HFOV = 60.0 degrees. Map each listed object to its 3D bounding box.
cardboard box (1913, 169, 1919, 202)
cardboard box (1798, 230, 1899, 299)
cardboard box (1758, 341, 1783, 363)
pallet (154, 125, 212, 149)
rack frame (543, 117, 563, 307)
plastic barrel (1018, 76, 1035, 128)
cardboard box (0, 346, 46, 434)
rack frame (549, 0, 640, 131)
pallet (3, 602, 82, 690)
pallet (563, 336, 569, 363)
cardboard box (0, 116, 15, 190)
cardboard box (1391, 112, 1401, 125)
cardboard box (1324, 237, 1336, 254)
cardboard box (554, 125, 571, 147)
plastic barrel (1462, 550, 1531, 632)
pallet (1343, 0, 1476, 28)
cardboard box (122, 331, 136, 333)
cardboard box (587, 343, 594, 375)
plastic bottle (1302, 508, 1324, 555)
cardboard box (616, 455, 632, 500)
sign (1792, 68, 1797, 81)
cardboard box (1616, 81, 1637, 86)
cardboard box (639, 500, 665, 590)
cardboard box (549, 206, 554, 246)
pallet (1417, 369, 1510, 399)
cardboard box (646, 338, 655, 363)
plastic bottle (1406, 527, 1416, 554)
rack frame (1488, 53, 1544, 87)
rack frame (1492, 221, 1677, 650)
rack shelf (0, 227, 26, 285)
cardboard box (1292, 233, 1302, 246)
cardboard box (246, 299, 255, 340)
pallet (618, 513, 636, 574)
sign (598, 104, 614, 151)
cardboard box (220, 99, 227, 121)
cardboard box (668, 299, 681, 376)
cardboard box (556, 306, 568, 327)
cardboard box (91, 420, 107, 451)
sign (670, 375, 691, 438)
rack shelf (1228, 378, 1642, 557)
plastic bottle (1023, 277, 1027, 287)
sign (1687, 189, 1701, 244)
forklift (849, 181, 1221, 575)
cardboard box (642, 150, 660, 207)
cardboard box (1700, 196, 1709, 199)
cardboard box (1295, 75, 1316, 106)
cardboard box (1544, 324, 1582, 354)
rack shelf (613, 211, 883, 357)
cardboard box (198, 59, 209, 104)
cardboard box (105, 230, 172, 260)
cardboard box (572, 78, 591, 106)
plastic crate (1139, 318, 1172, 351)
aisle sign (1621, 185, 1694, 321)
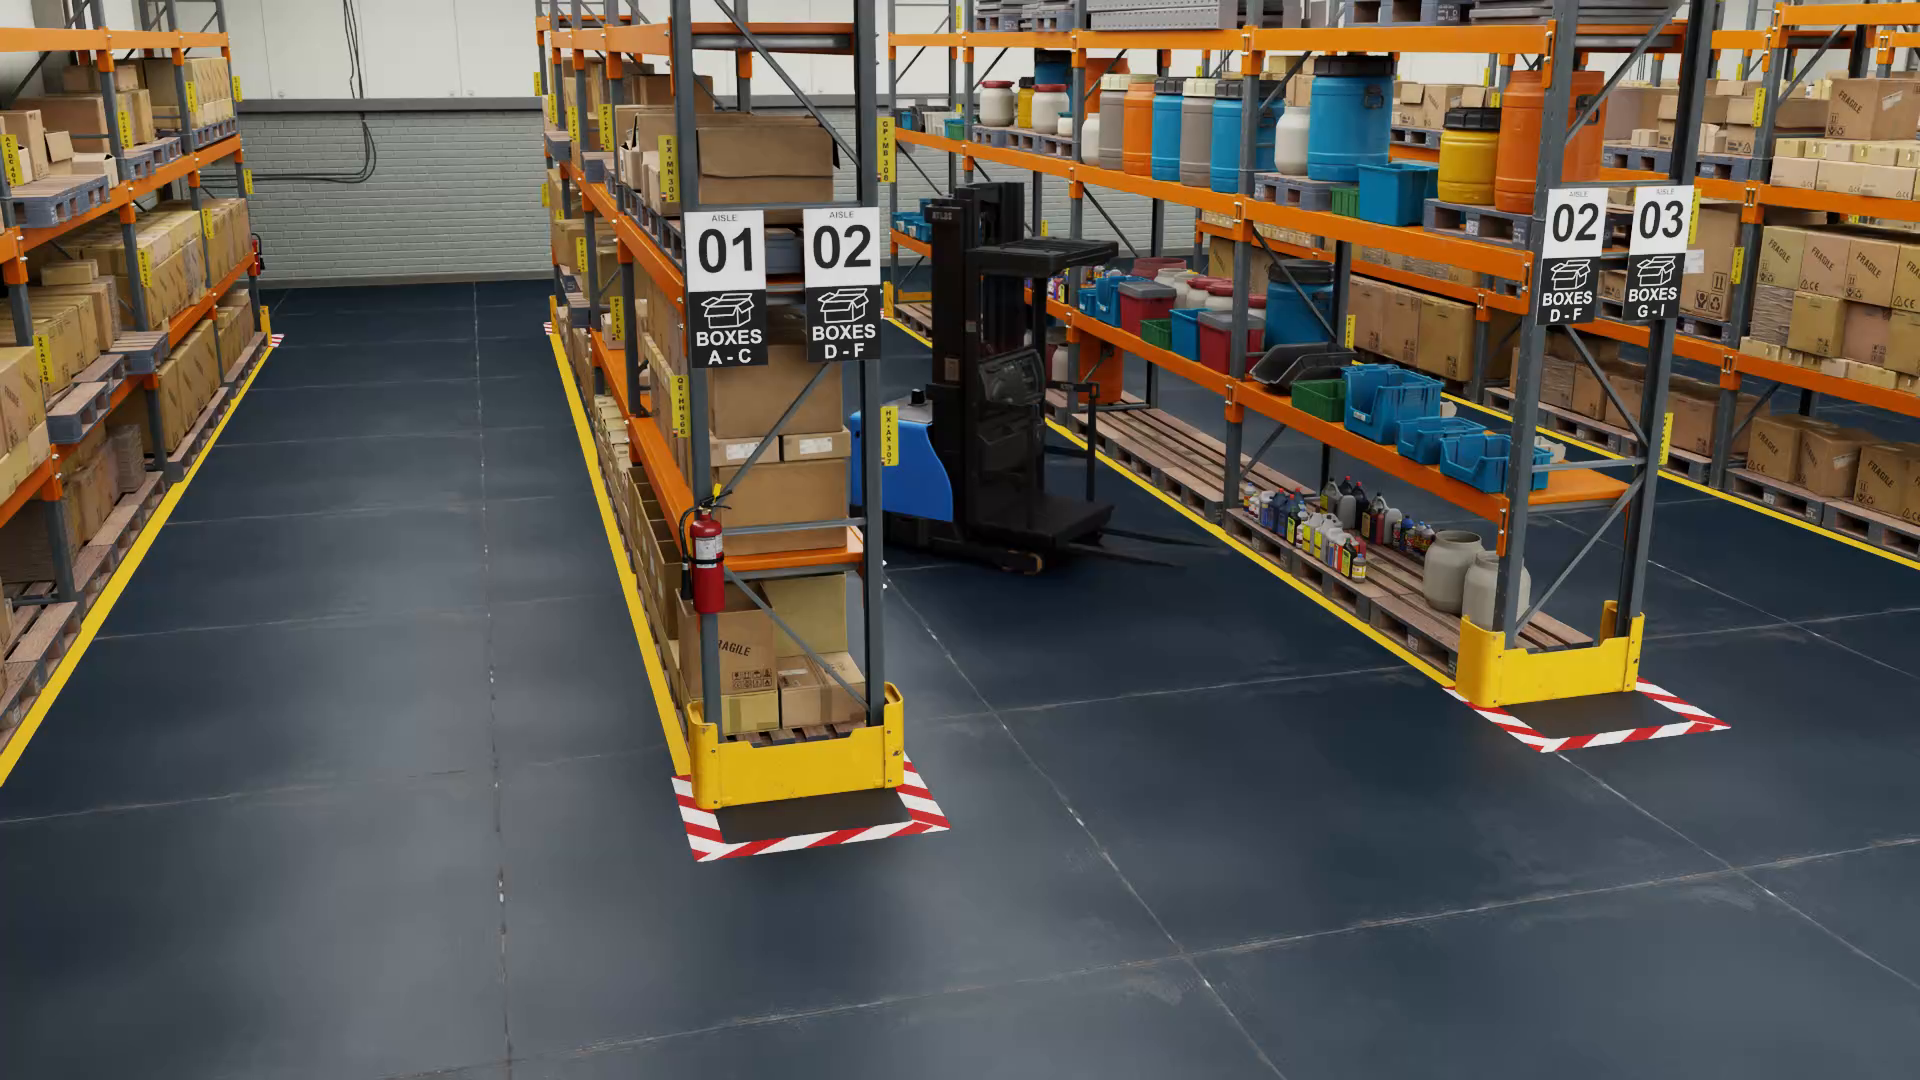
[{"bbox_3d":[7.816,-2.743,12.916,0.500,0.250,0.500,-5,17,-16],"label":"cardboard box"},{"bbox_3d":[7.527,-2.339,14.095,0.500,0.500,0.500,-5,17,-15],"label":"cardboard box"},{"bbox_3d":[7.335,-1.679,14.763,0.380,0.149,0.250,-5,17,-15],"label":"cardboard box"},{"bbox_3d":[-9.192,-4.612,19.031,1.003,0.211,1.213,-5,17,-15],"label":"pallet"},{"bbox_3d":[-5.314,-4.489,23.684,1.000,3.000,0.127,-5,17,-15],"label":"rack frame"},{"bbox_3d":[0.995,-5.265,19.995,0.600,0.588,0.600,0,17,0],"label":"plastic barrel"},{"bbox_3d":[-6.351,-0.968,10.883,0.500,0.500,0.500,-5,17,-15],"label":"cardboard box"},{"bbox_3d":[-4.215,-6.256,19.137,1.000,3.000,0.127,-5,17,-15],"label":"rack frame"},{"bbox_3d":[-6.560,0.741,11.118,1.003,0.211,1.213,-5,17,-15],"label":"pallet"},{"bbox_3d":[-4.742,-2.576,22.160,1.003,0.211,1.213,-5,17,-15],"label":"pallet"},{"bbox_3d":[-6.852,-2.621,11.345,0.500,0.500,0.500,-2,17,-7],"label":"cardboard box"},{"bbox_3d":[5.576,-5.259,20.738,0.380,0.149,0.250,-5,18,-18],"label":"cardboard box"},{"bbox_3d":[5.197,-4.066,22.101,0.500,0.500,0.500,-5,17,-15],"label":"cardboard box"},{"bbox_3d":[-4.605,-4.861,19.968,0.500,0.250,0.500,-5,17,-15],"label":"cardboard box"},{"bbox_3d":[3.592,0.360,11.134,0.421,0.512,0.421,0,17,0],"label":"plastic barrel"},{"bbox_3d":[3.339,-3.588,11.278,1.003,0.211,1.213,-5,17,-15],"label":"pallet"},{"bbox_3d":[-7.746,-1.883,15.407,0.380,0.149,0.250,-5,17,-16],"label":"cardboard box"},{"bbox_3d":[-3.618,-1.905,17.356,0.500,0.250,0.500,-4,17,-13],"label":"cardboard box"},{"bbox_3d":[2.739,-0.077,12.834,0.144,0.351,0.185,-5,17,-16],"label":"plastic bottle"},{"bbox_3d":[-2.553,-0.556,13.663,0.500,0.311,0.500,-4,17,-14],"label":"cardboard box"},{"bbox_3d":[14.266,-7.917,28.479,0.100,0.325,0.005,-5,17,-15],"label":"sign"},{"bbox_3d":[9.569,-6.526,23.948,0.380,0.149,0.250,-5,17,-15],"label":"cardboard box"},{"bbox_3d":[-1.915,0.016,11.431,0.500,0.500,0.500,-5,17,-15],"label":"cardboard box"},{"bbox_3d":[-5.446,-4.394,23.192,0.500,0.500,0.500,-4,17,-14],"label":"cardboard box"},{"bbox_3d":[6.266,-1.947,20.068,1.003,0.211,1.213,-5,17,-15],"label":"pallet"},{"bbox_3d":[-2.060,-1.370,11.997,0.380,0.149,0.250,-4,17,-14],"label":"cardboard box"},{"bbox_3d":[3.499,-0.001,12.840,0.097,0.201,0.097,0,17,0],"label":"plastic bottle"},{"bbox_3d":[9.008,-8.509,26.637,1.000,3.000,0.127,-5,17,-15],"label":"rack frame"},{"bbox_3d":[3.846,-0.454,10.251,1.000,3.000,0.127,-5,17,-15],"label":"rack frame"},{"bbox_3d":[-6.229,-1.316,9.157,1.077,0.370,4.000,-5,17,-15],"label":"rack shelf"},{"bbox_3d":[4.841,-4.175,23.073,0.380,0.149,0.250,-4,17,-14],"label":"cardboard box"},{"bbox_3d":[-9.788,-2.915,22.058,0.700,0.500,0.500,-5,17,-15],"label":"cardboard box"},{"bbox_3d":[-2.257,-0.035,13.703,1.003,0.211,1.213,-5,17,-15],"label":"pallet"},{"bbox_3d":[-2.536,-2.960,11.931,0.100,0.325,0.005,-5,17,-15],"label":"sign"},{"bbox_3d":[-9.476,-5.385,20.808,0.500,0.250,0.500,-5,18,-17],"label":"cardboard box"},{"bbox_3d":[-1.475,-1.301,10.639,0.700,0.500,0.500,-5,17,-15],"label":"cardboard box"},{"bbox_3d":[-5.300,-3.072,22.980,0.500,0.250,0.500,-5,17,-15],"label":"cardboard box"},{"bbox_3d":[-7.533,-0.899,14.008,0.500,0.250,0.500,-4,17,-14],"label":"cardboard box"},{"bbox_3d":[-1.443,-0.693,8.620,0.100,0.325,0.005,-5,17,-15],"label":"sign"},{"bbox_3d":[3.297,-0.663,12.196,1.077,0.370,4.000,-5,17,-15],"label":"rack shelf"},{"bbox_3d":[0.809,-3.085,19.095,0.144,0.351,0.185,-5,17,-15],"label":"plastic bottle"},{"bbox_3d":[4.376,-1.938,9.959,0.100,0.325,0.005,-5,17,-15],"label":"sign"},{"bbox_3d":[0.591,-1.303,13.195,3.031,2.935,1.130,10,20,31],"label":"forklift"},{"bbox_3d":[-1.640,-2.177,9.954,0.500,0.311,0.500,-3,17,-9],"label":"cardboard box"},{"bbox_3d":[10.480,-4.725,23.141,0.380,0.149,0.250,-5,17,-17],"label":"cardboard box"},{"bbox_3d":[5.038,-6.110,22.789,0.700,0.500,0.500,-6,18,-19],"label":"cardboard box"},{"bbox_3d":[6.623,-2.249,18.500,0.500,0.250,0.500,-4,17,-13],"label":"cardboard box"},{"bbox_3d":[-1.467,-1.709,10.464,1.077,0.370,4.000,-5,17,-15],"label":"rack shelf"},{"bbox_3d":[-9.051,-5.324,19.303,0.500,0.500,0.500,-5,17,-16],"label":"cardboard box"},{"bbox_3d":[-8.044,-2.876,16.282,0.500,0.250,0.500,-5,17,-15],"label":"cardboard box"},{"bbox_3d":[-3.942,-4.788,18.387,0.600,0.600,0.600,-5,17,-16],"label":"cardboard box"},{"bbox_3d":[1.997,-1.919,15.494,0.450,0.188,0.662,-5,17,-15],"label":"plastic crate"},{"bbox_3d":[4.148,-1.703,9.887,0.394,0.787,0.004,-5,17,-15],"label":"aisle sign"}]
